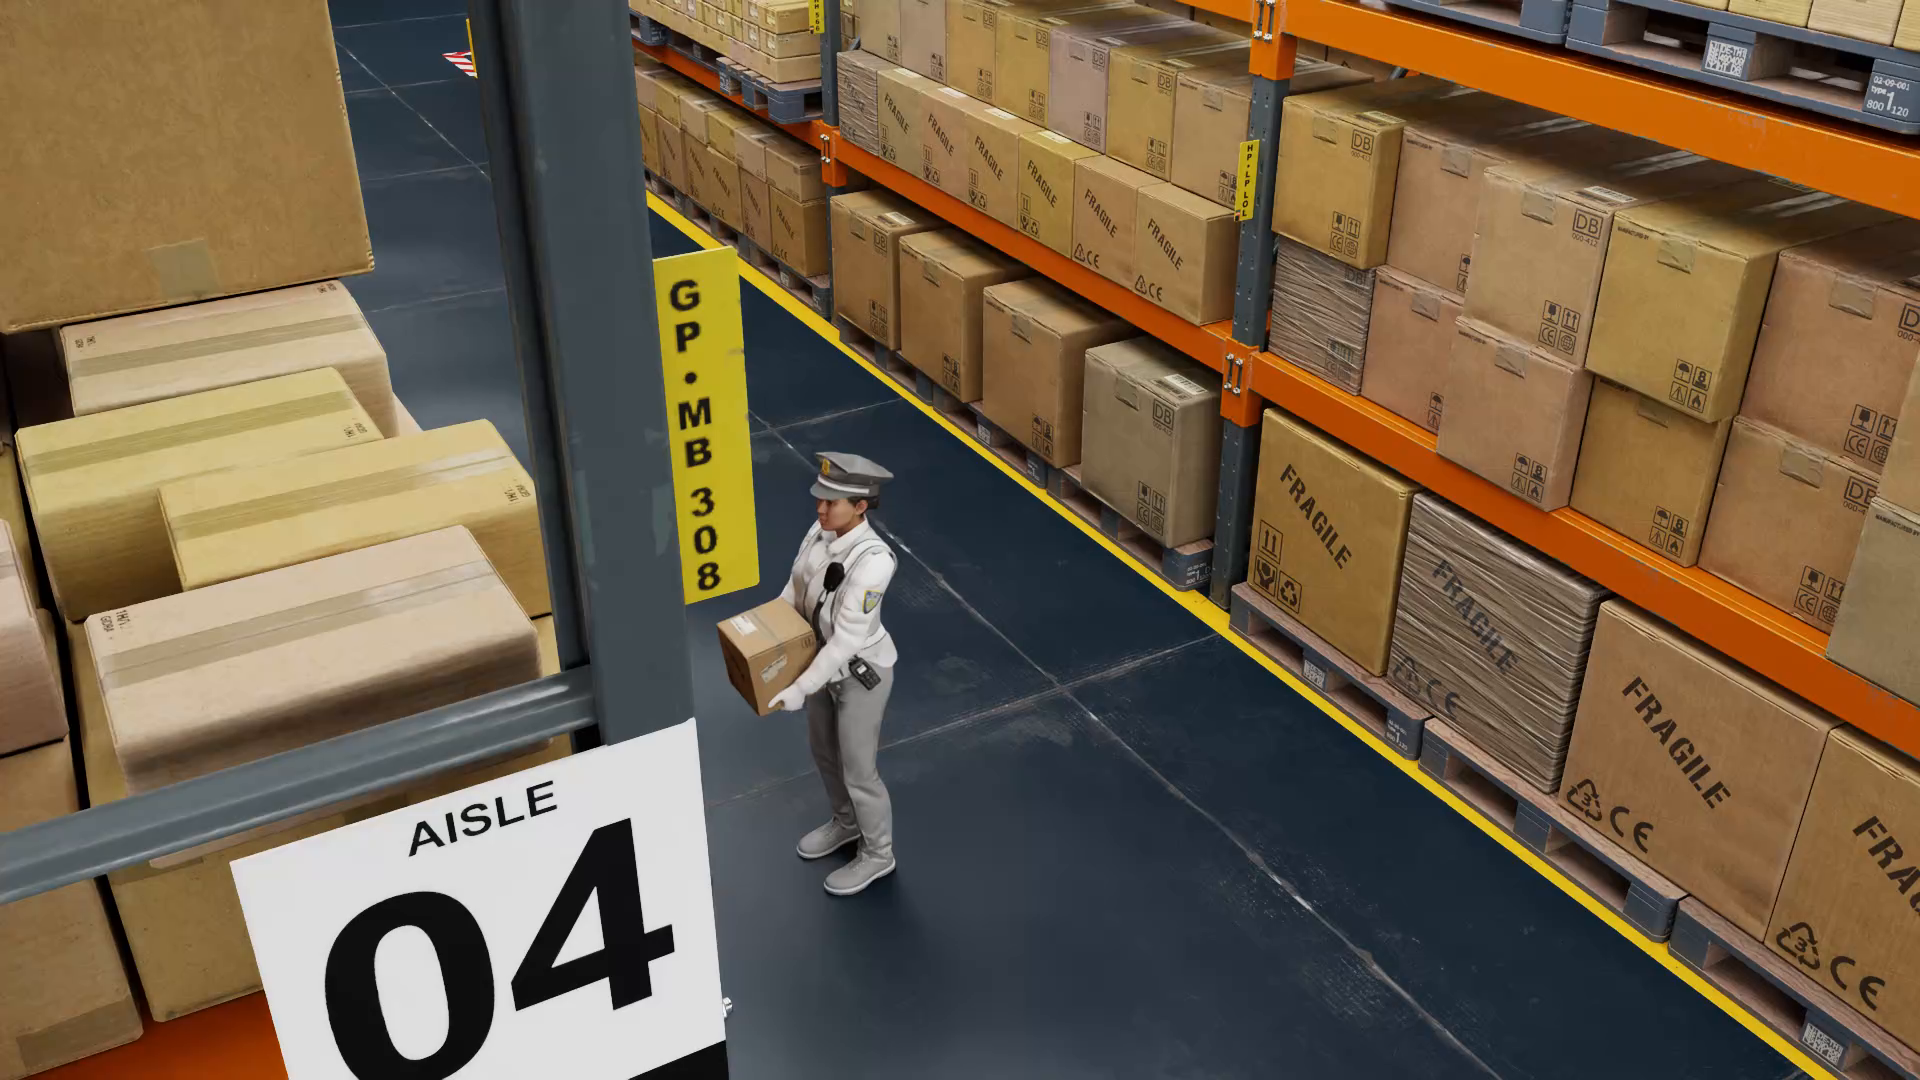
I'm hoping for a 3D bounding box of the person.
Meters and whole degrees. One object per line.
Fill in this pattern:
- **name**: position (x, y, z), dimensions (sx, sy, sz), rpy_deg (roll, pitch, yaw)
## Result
- **person**: position (-0.476, 0.474, 5.756), dimensions (0.530, 1.691, 0.447), rpy_deg (-16, 33, -26)
